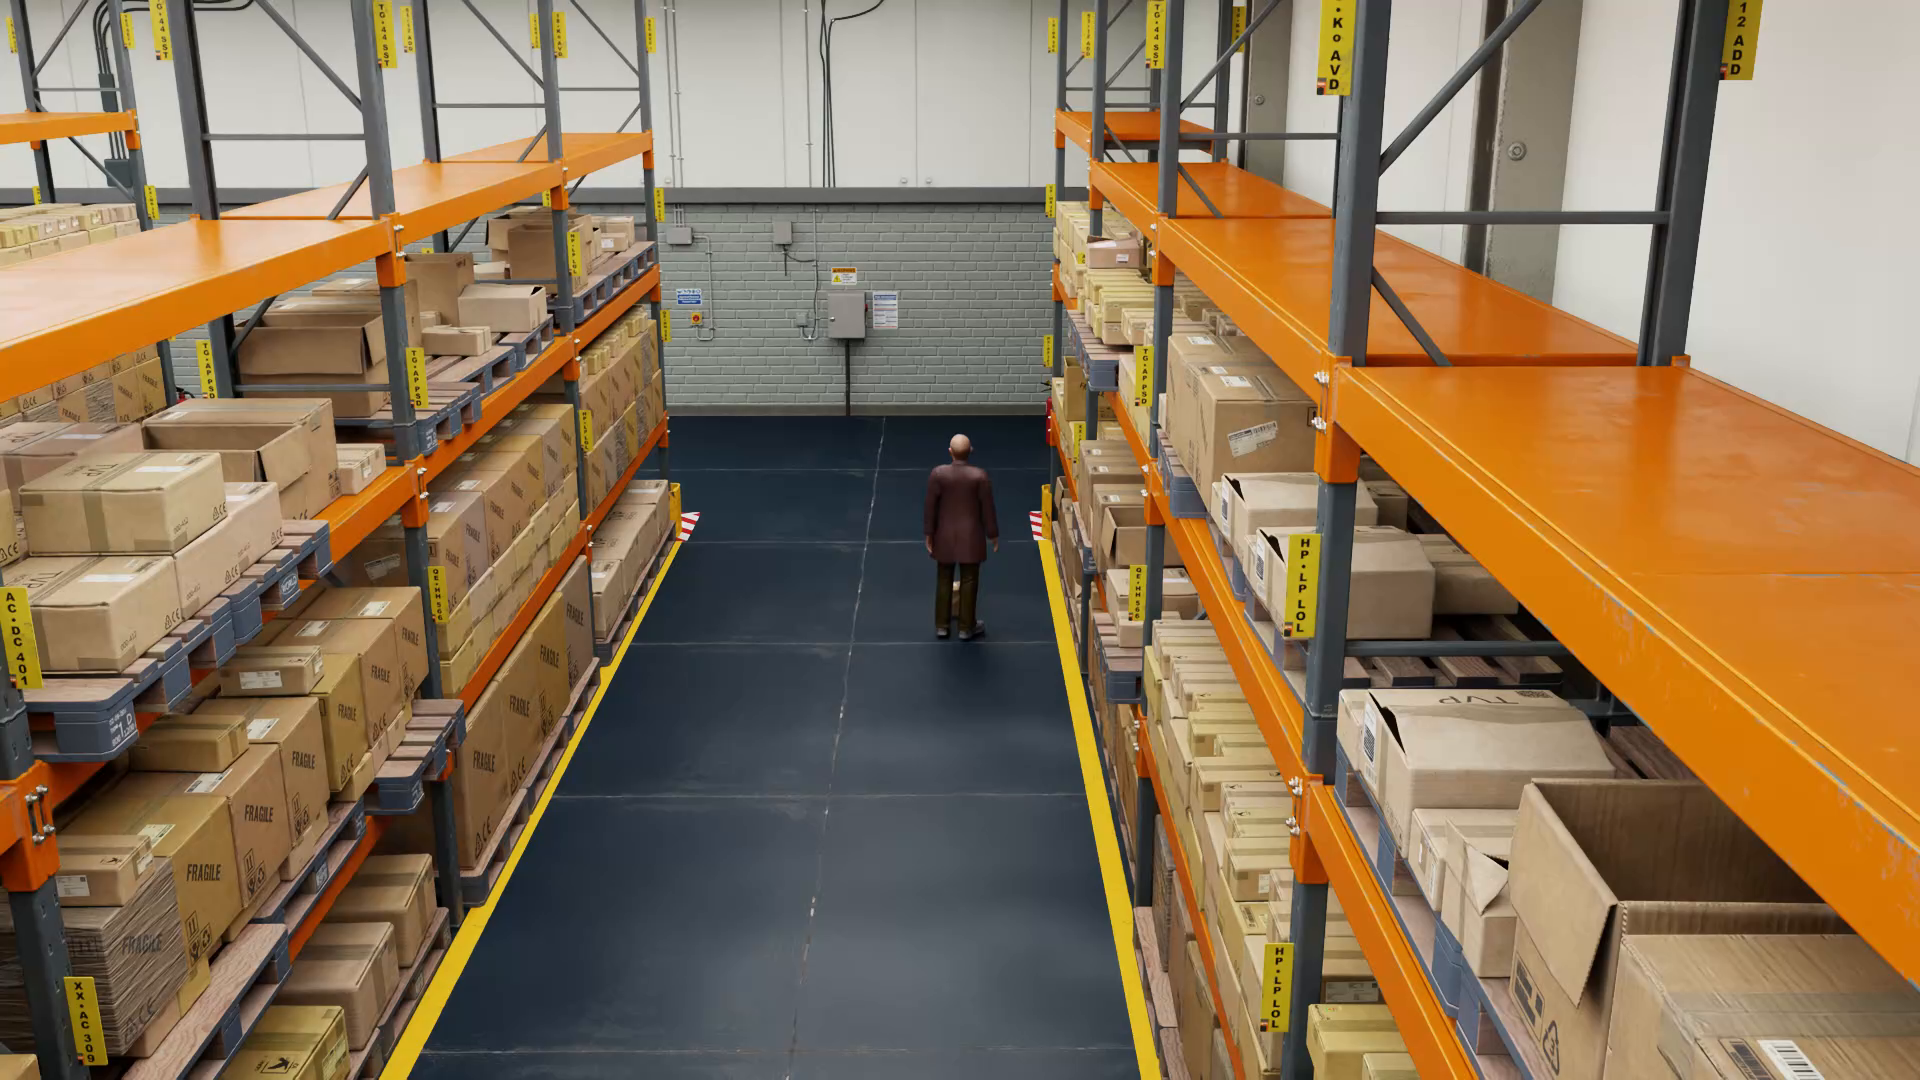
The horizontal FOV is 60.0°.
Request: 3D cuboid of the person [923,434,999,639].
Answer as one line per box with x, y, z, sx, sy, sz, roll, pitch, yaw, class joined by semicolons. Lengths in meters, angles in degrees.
0.014;-0.045;14.263;0.653;1.786;0.410;3;17;9;person
